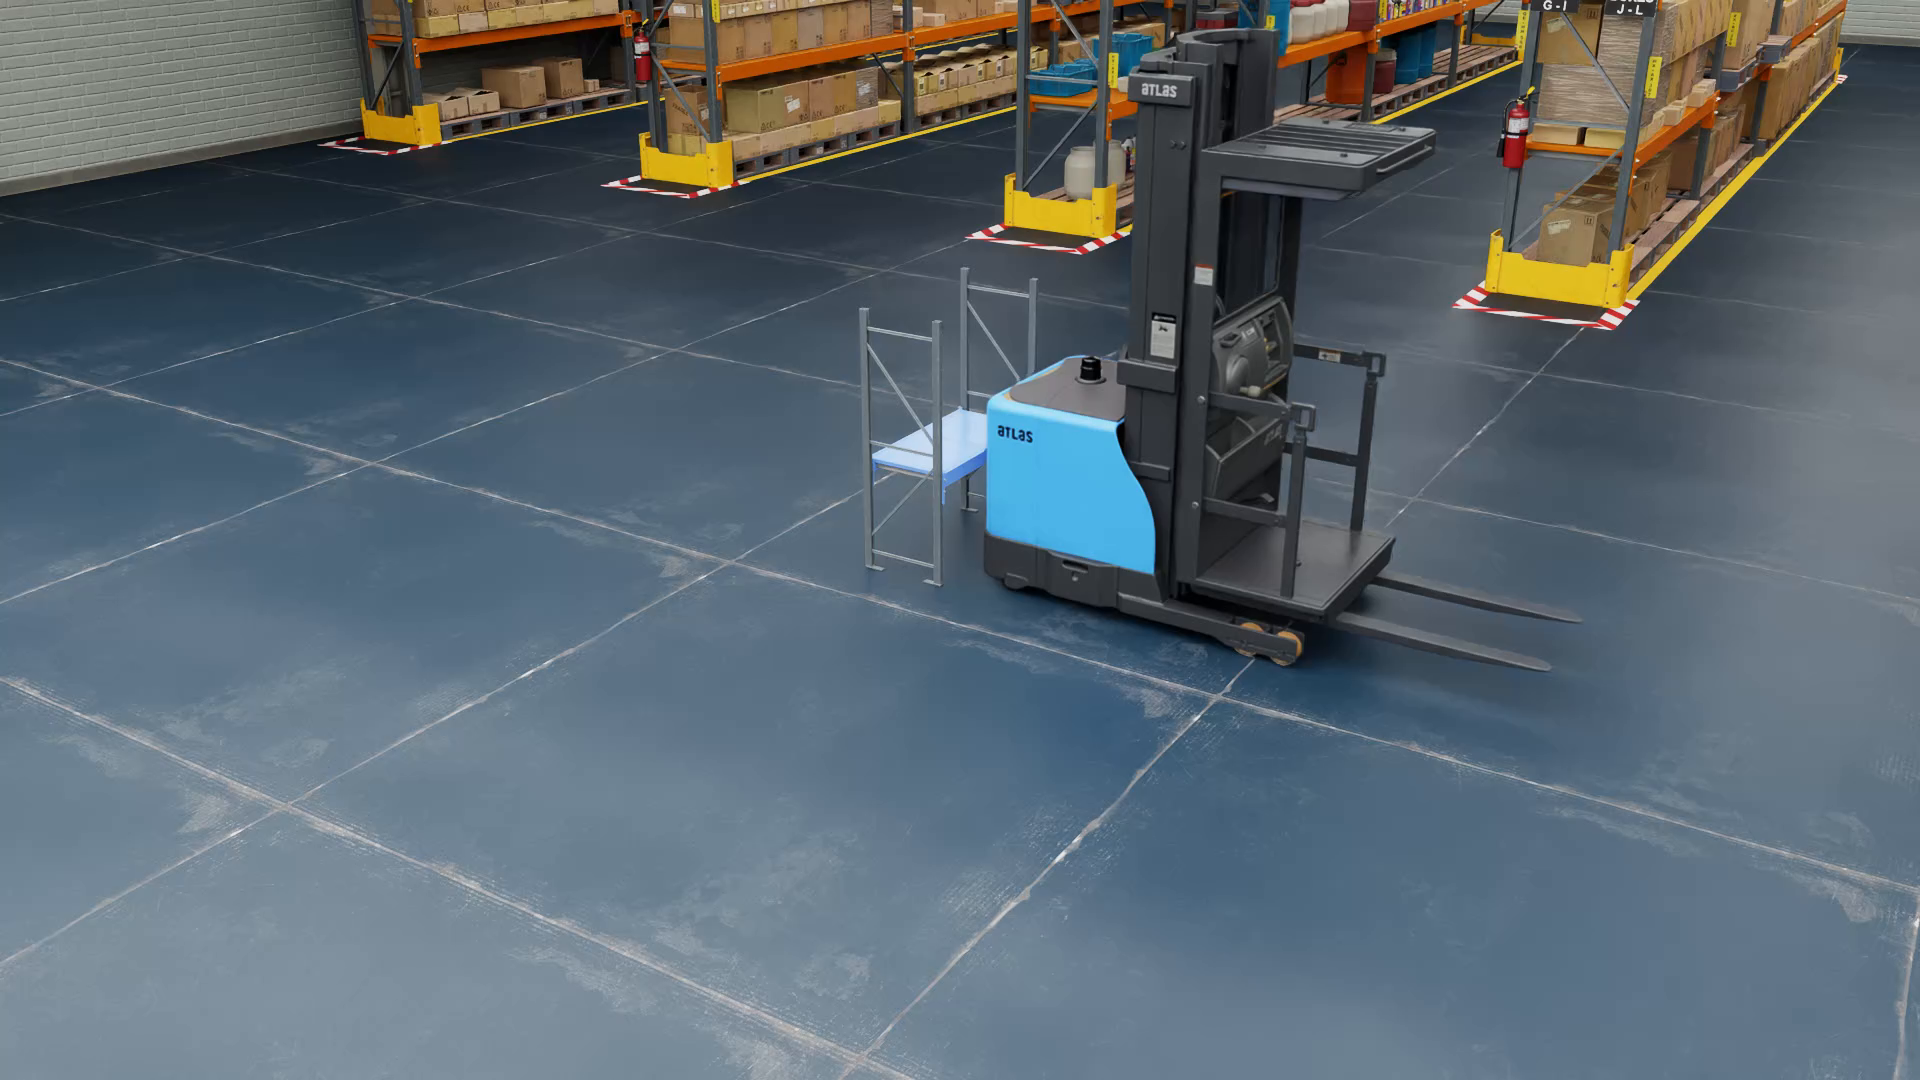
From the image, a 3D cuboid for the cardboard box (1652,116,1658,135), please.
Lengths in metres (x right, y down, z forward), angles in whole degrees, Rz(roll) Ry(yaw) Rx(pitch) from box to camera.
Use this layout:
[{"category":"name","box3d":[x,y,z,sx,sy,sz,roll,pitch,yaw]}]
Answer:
[{"category":"cardboard box","box3d":[5.993,-3.703,14.844,0.380,0.149,0.250,14,27,29]}]

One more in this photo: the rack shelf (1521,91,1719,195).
[{"category":"rack shelf","box3d":[6.288,-3.867,15.811,1.077,0.370,4.000,14,27,29]}]

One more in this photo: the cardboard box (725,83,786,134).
[{"category":"cardboard box","box3d":[-2.447,-5.177,19.922,0.500,0.500,0.500,14,27,29]}]

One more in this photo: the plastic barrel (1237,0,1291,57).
[{"category":"plastic barrel","box3d":[3.596,-6.207,19.680,0.600,0.901,0.708,14,27,29]}]

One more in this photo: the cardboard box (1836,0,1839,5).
[{"category":"cardboard box","box3d":[13.091,-8.185,25.197,0.380,0.149,0.250,14,27,29]}]

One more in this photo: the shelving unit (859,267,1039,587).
[{"category":"shelving unit","box3d":[-0.045,-0.659,9.386,0.538,1.500,1.048,14,27,29]}]

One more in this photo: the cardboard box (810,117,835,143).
[{"category":"cardboard box","box3d":[-1.917,-5.170,20.849,0.500,0.250,0.500,14,27,29]}]

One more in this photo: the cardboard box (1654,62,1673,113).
[{"category":"cardboard box","box3d":[6.008,-4.237,15.262,0.875,0.500,0.500,14,27,29]}]

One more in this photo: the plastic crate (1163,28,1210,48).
[{"category":"plastic crate","box3d":[2.751,-5.731,19.291,0.767,0.338,0.504,14,27,29]}]

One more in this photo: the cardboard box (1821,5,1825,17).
[{"category":"cardboard box","box3d":[12.140,-7.575,23.789,0.380,0.149,0.250,13,27,27]}]

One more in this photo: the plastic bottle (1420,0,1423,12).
[{"category":"plastic bottle","box3d":[6.732,-7.856,24.371,0.097,0.201,0.097,0,23,0]}]

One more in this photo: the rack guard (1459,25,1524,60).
[{"category":"rack guard","box3d":[9.466,-8.823,29.503,1.175,0.500,0.348,14,27,29]}]

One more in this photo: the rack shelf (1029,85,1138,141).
[{"category":"rack shelf","box3d":[2.080,-4.904,18.209,1.077,0.370,4.000,14,27,29]}]

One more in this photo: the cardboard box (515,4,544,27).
[{"category":"cardboard box","box3d":[-6.060,-7.193,22.754,0.500,0.250,0.500,14,27,29]}]

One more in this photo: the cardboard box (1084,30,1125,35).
[{"category":"cardboard box","box3d":[2.333,-7.971,26.979,0.500,0.500,0.500,13,27,27]}]

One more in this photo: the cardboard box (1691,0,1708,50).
[{"category":"cardboard box","box3d":[6.545,-4.798,15.298,0.500,0.500,0.500,14,27,29]}]

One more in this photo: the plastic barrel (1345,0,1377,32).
[{"category":"plastic barrel","box3d":[5.257,-7.102,22.208,0.600,0.536,0.708,14,27,29]}]

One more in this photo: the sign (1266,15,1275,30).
[{"category":"sign","box3d":[3.596,-5.918,19.295,0.100,0.325,0.005,14,27,29]}]

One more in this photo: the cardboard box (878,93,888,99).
[{"category":"cardboard box","box3d":[-1.099,-6.080,22.952,0.500,0.250,0.500,14,27,28]}]

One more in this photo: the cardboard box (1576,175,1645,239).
[{"category":"cardboard box","box3d":[6.209,-3.191,15.963,0.500,0.500,0.500,17,29,34]}]

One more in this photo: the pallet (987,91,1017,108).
[{"category":"pallet","box3d":[0.571,-6.750,25.076,1.003,0.211,1.213,14,27,29]}]

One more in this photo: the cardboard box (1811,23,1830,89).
[{"category":"cardboard box","box3d":[12.454,-7.299,24.981,0.875,0.875,0.875,14,27,29]}]

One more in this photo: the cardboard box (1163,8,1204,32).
[{"category":"cardboard box","box3d":[4.135,-9.340,30.139,0.797,0.503,0.637,14,27,29]}]

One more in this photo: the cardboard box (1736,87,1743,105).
[{"category":"cardboard box","box3d":[9.125,-5.388,20.070,0.500,0.250,0.500,15,28,31]}]

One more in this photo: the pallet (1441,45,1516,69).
[{"category":"pallet","box3d":[8.997,-8.410,28.911,1.003,0.211,1.213,14,27,29]}]

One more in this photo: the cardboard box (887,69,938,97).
[{"category":"cardboard box","box3d":[-0.642,-6.224,22.579,0.500,0.311,0.500,14,27,29]}]

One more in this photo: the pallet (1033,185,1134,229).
[{"category":"pallet","box3d":[1.458,-3.588,17.774,1.003,0.211,1.213,14,27,29]}]

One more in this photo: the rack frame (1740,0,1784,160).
[{"category":"rack frame","box3d":[9.453,-6.222,20.346,1.000,3.000,0.127,14,27,29]}]

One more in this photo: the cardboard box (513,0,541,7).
[{"category":"cardboard box","box3d":[-6.075,-7.533,22.595,0.500,0.500,0.500,15,27,31]}]

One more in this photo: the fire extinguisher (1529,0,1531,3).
[{"category":"fire extinguisher","box3d":[9.930,-9.709,28.968,0.296,0.674,0.183,14,27,29]}]

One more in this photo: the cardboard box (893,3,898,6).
[{"category":"cardboard box","box3d":[-0.764,-7.222,22.827,0.396,0.266,0.258,13,27,28]}]

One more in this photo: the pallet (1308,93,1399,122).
[{"category":"pallet","box3d":[5.625,-6.255,23.933,1.003,0.211,1.213,14,27,29]}]

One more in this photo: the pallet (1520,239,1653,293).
[{"category":"pallet","box3d":[5.731,-2.534,15.339,1.003,0.211,1.213,14,27,29]}]

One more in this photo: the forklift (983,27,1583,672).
[{"category":"forklift","box3d":[1.650,-0.959,8.277,3.031,2.935,1.130,14,27,29]}]

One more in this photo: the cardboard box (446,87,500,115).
[{"category":"cardboard box","box3d":[-6.650,-6.011,22.690,0.500,0.311,0.500,16,28,33]}]

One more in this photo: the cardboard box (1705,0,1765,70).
[{"category":"cardboard box","box3d":[7.881,-5.579,17.577,1.000,1.000,1.000,14,27,29]}]

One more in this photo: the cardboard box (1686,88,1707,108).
[{"category":"cardboard box","box3d":[7.119,-4.360,16.363,0.380,0.149,0.250,14,27,29]}]

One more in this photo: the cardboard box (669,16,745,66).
[{"category":"cardboard box","box3d":[-2.924,-5.800,19.245,0.700,0.500,0.500,14,27,29]}]

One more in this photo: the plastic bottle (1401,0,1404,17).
[{"category":"plastic bottle","box3d":[6.268,-7.591,23.672,0.097,0.271,0.097,0,23,0]}]

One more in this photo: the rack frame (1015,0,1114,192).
[{"category":"rack frame","box3d":[1.025,-4.560,16.507,1.000,3.000,0.127,14,27,29]}]

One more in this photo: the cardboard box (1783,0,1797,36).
[{"category":"cardboard box","box3d":[10.210,-6.549,20.977,0.500,0.500,0.500,13,27,28]}]

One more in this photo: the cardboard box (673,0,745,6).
[{"category":"cardboard box","box3d":[-2.896,-6.413,19.029,0.700,0.500,0.500,14,27,29]}]

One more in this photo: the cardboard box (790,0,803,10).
[{"category":"cardboard box","box3d":[-2.114,-6.465,19.966,0.380,0.149,0.250,13,27,28]}]

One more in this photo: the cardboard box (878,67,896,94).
[{"category":"cardboard box","box3d":[-1.101,-6.334,22.832,0.500,0.311,0.500,14,27,29]}]

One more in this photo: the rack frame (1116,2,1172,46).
[{"category":"rack frame","box3d":[3.149,-9.649,28.263,1.000,3.000,0.127,14,27,29]}]

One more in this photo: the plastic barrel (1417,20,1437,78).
[{"category":"plastic barrel","box3d":[7.053,-7.659,25.780,0.600,0.901,0.708,14,27,29]}]

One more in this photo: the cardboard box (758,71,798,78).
[{"category":"cardboard box","box3d":[-2.371,-5.626,20.959,0.500,0.500,0.500,14,27,29]}]

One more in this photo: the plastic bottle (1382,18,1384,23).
[{"category":"plastic bottle","box3d":[5.832,-7.312,23.027,0.097,0.271,0.097,0,23,0]}]

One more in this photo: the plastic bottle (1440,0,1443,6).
[{"category":"plastic bottle","box3d":[7.229,-8.229,25.139,0.152,0.276,0.135,14,27,29]}]

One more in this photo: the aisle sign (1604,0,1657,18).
[{"category":"aisle sign","box3d":[5.455,-4.631,13.399,0.394,0.787,0.004,14,27,29]}]

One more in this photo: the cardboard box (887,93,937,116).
[{"category":"cardboard box","box3d":[-0.648,-5.964,22.683,0.500,0.250,0.500,13,27,28]}]
